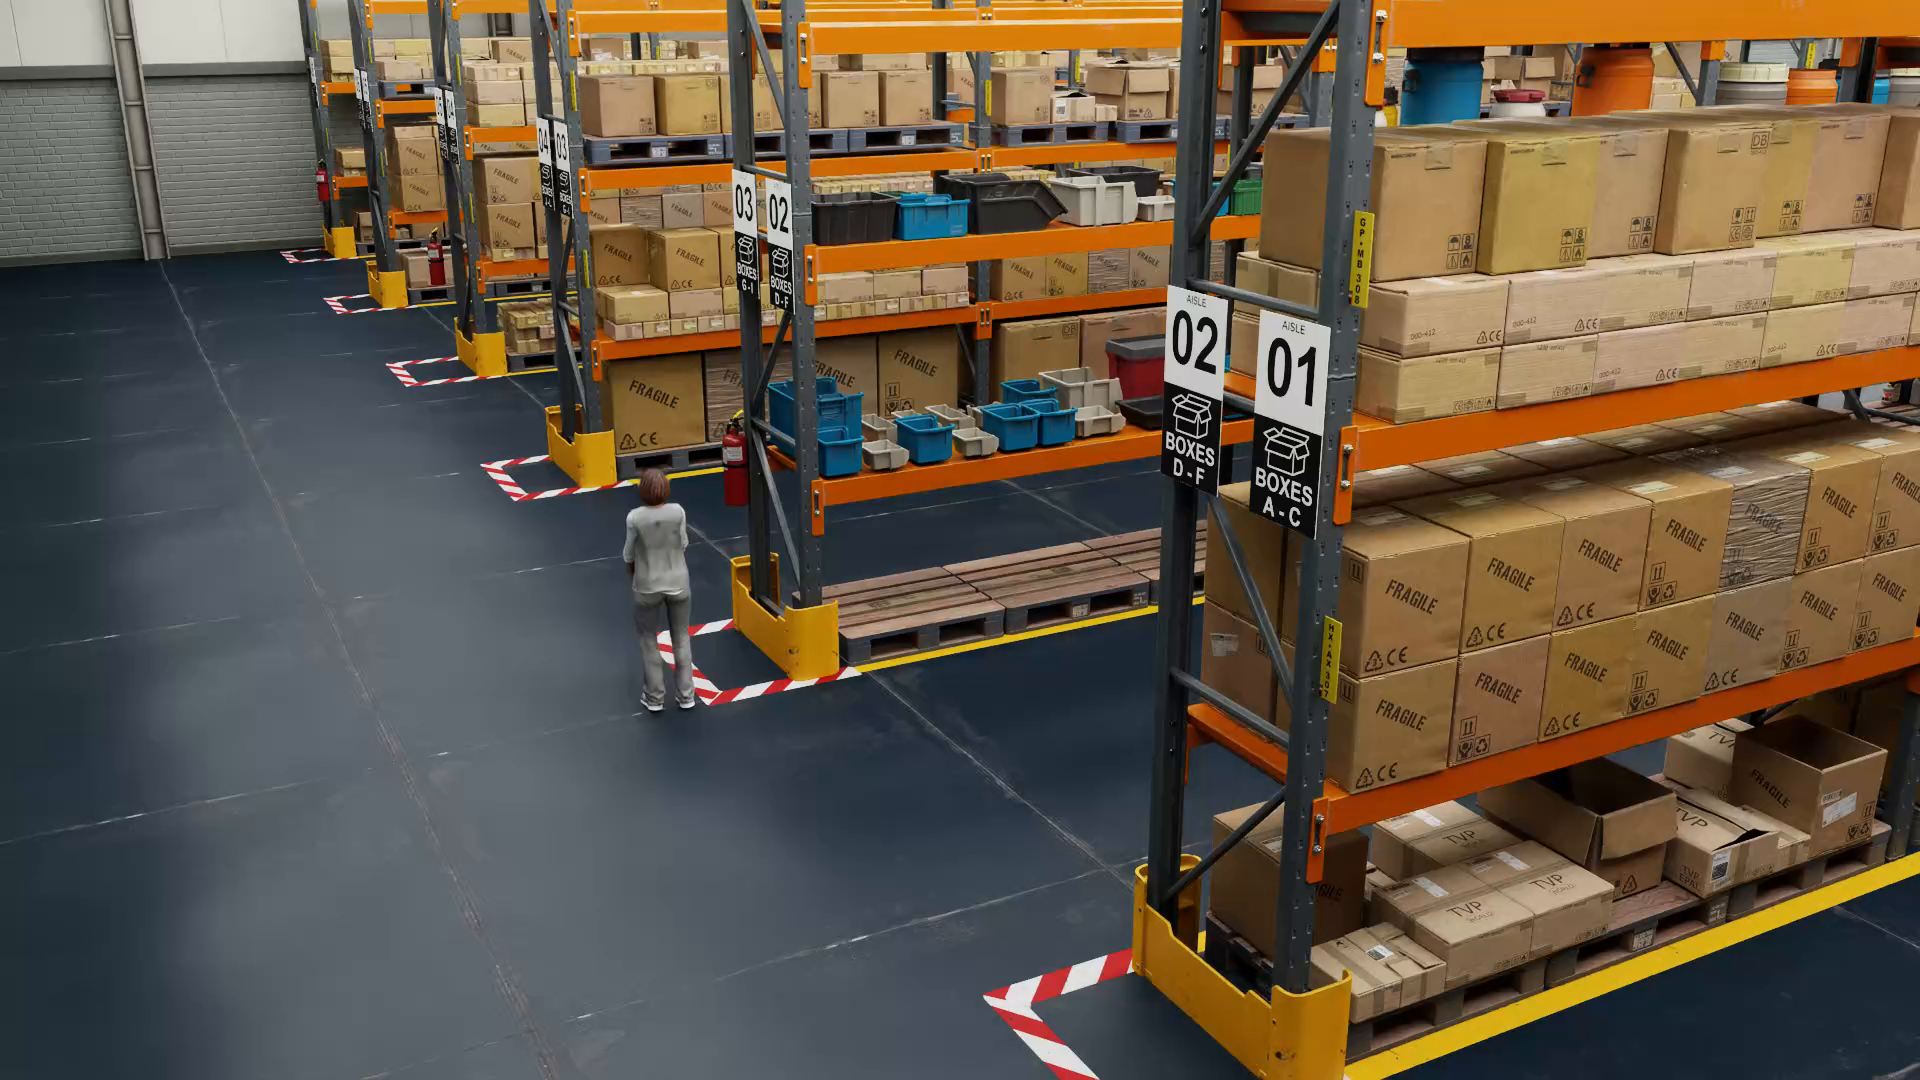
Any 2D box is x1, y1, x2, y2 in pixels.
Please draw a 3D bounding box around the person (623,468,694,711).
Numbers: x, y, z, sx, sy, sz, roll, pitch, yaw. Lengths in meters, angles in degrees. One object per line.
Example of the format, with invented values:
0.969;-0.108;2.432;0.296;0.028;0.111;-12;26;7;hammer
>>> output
-1.880;0.281;10.344;0.407;1.588;0.500;-7;20;-21;person
